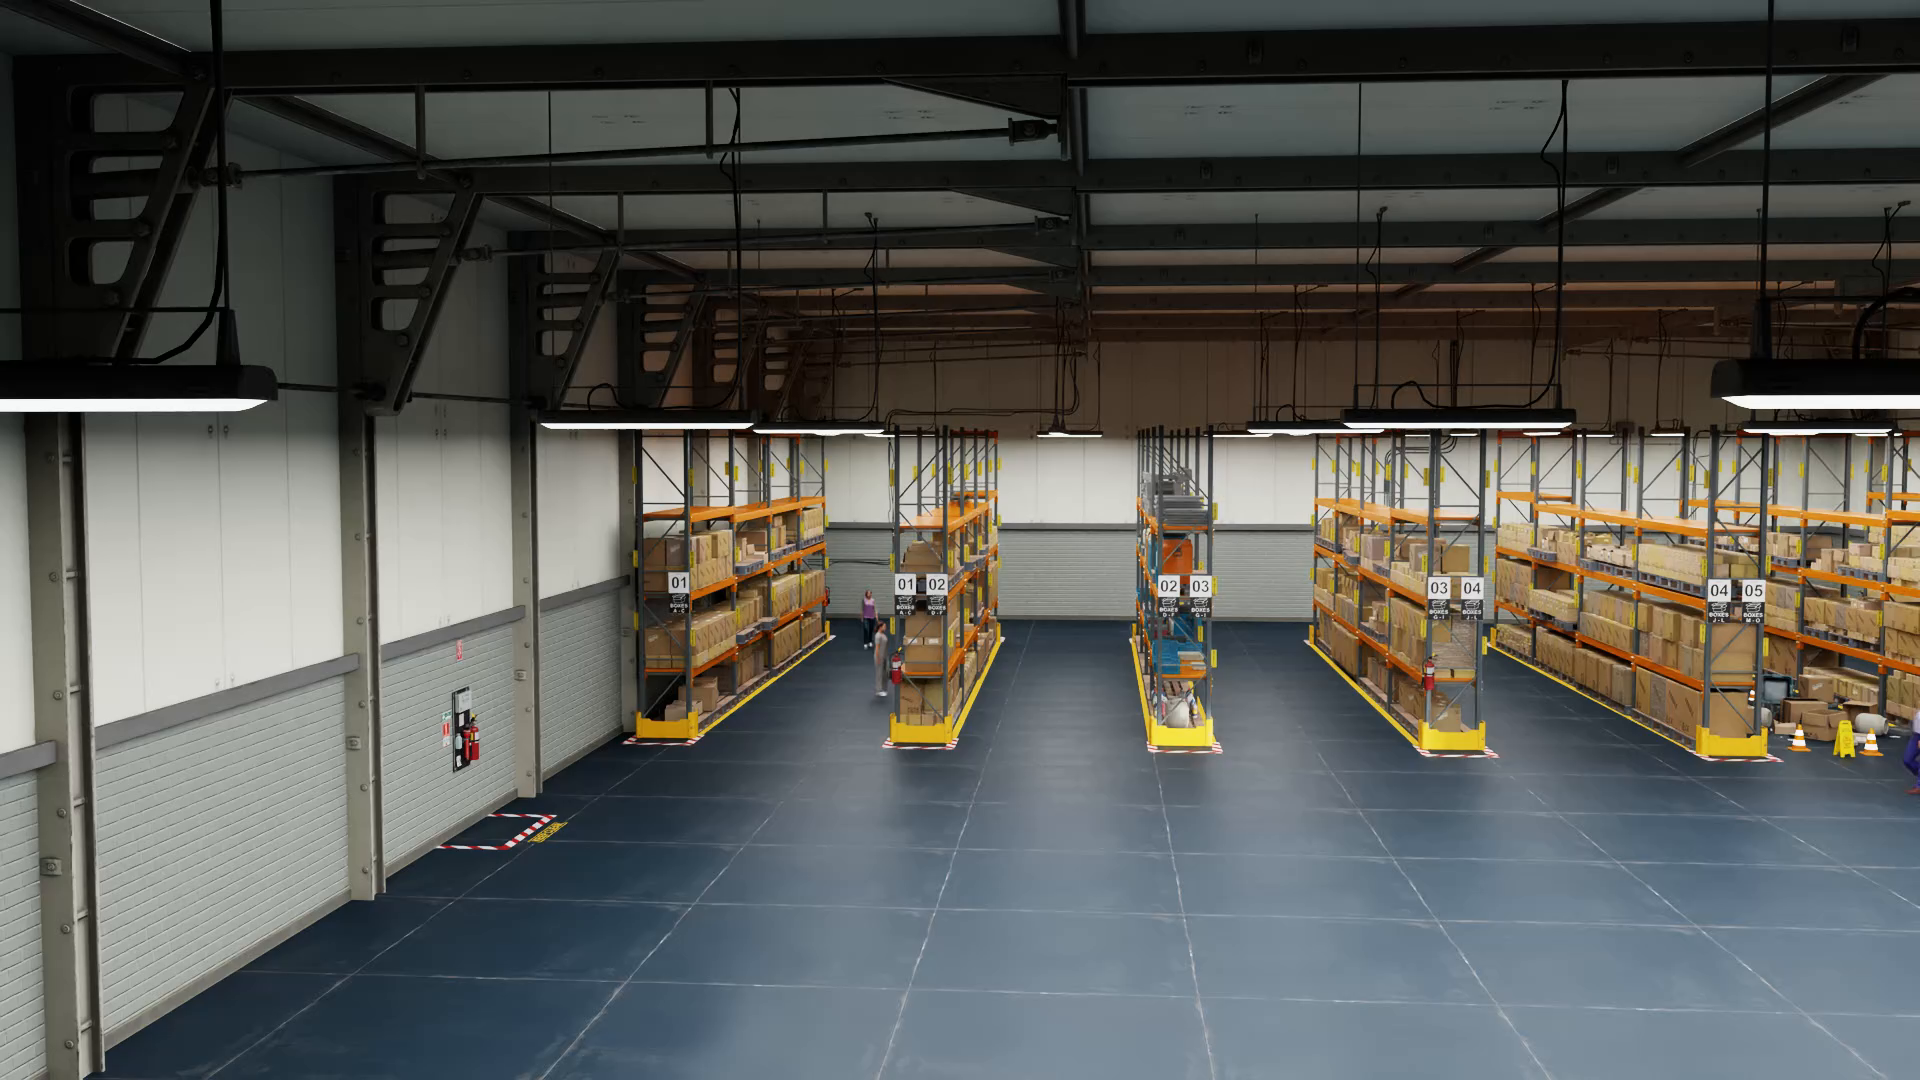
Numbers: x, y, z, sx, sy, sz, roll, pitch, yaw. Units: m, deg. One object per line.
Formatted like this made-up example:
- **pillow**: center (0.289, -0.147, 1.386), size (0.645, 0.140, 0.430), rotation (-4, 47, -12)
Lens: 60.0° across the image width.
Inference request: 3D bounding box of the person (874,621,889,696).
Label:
- **person**: center (-1.764, 2.682, 37.340), size (0.355, 1.748, 0.511), rotation (1, 4, 17)

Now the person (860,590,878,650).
- **person**: center (-2.505, 2.178, 45.776), size (0.492, 1.615, 0.695), rotation (0, 3, -3)

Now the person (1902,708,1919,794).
- **person**: center (15.585, 3.286, 26.963), size (0.586, 1.616, 0.541), rotation (-1, 4, -22)
